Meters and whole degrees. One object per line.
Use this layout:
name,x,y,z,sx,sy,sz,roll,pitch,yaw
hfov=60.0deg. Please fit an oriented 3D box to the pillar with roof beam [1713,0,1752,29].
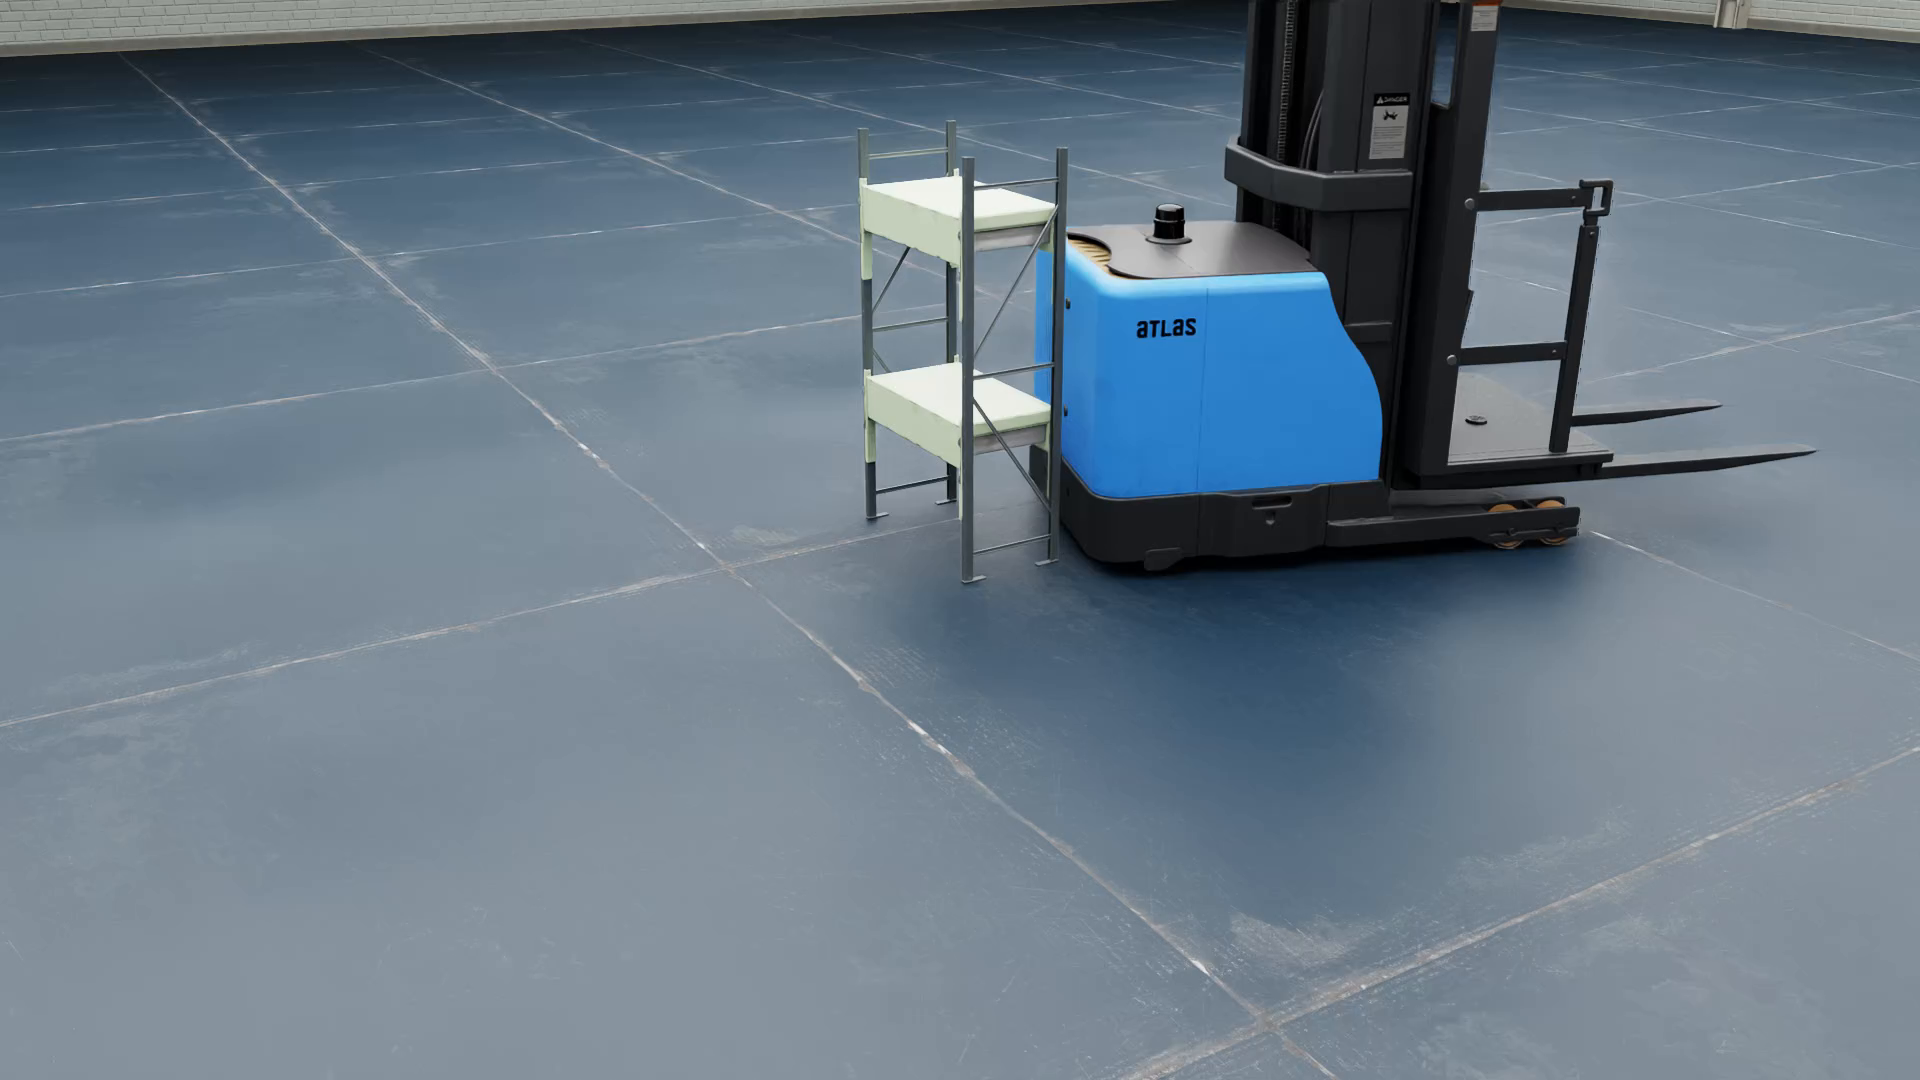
pillar with roof beam,8.397,-11.390,22.383,9.100,9.000,0.400,-13,25,-28

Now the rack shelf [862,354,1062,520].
rack shelf,-0.003,-0.395,6.157,0.431,0.370,0.720,-13,25,-28

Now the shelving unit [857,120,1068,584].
shelving unit,-0.003,-0.697,6.034,0.431,1.500,0.755,-13,25,-28

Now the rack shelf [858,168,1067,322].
rack shelf,-0.003,-1.058,5.887,0.431,0.370,0.720,-13,25,-28

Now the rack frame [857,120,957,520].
rack frame,-0.190,-0.815,6.326,0.400,1.500,0.023,-13,25,-28

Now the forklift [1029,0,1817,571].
forklift,1.852,-1.512,6.139,3.031,2.935,1.130,-5,23,-11

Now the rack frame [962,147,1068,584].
rack frame,0.184,-0.578,5.743,0.400,1.500,0.023,-13,25,-28

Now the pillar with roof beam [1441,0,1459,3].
pillar with roof beam,5.332,-13.332,27.162,9.100,9.000,0.400,-13,25,-28
